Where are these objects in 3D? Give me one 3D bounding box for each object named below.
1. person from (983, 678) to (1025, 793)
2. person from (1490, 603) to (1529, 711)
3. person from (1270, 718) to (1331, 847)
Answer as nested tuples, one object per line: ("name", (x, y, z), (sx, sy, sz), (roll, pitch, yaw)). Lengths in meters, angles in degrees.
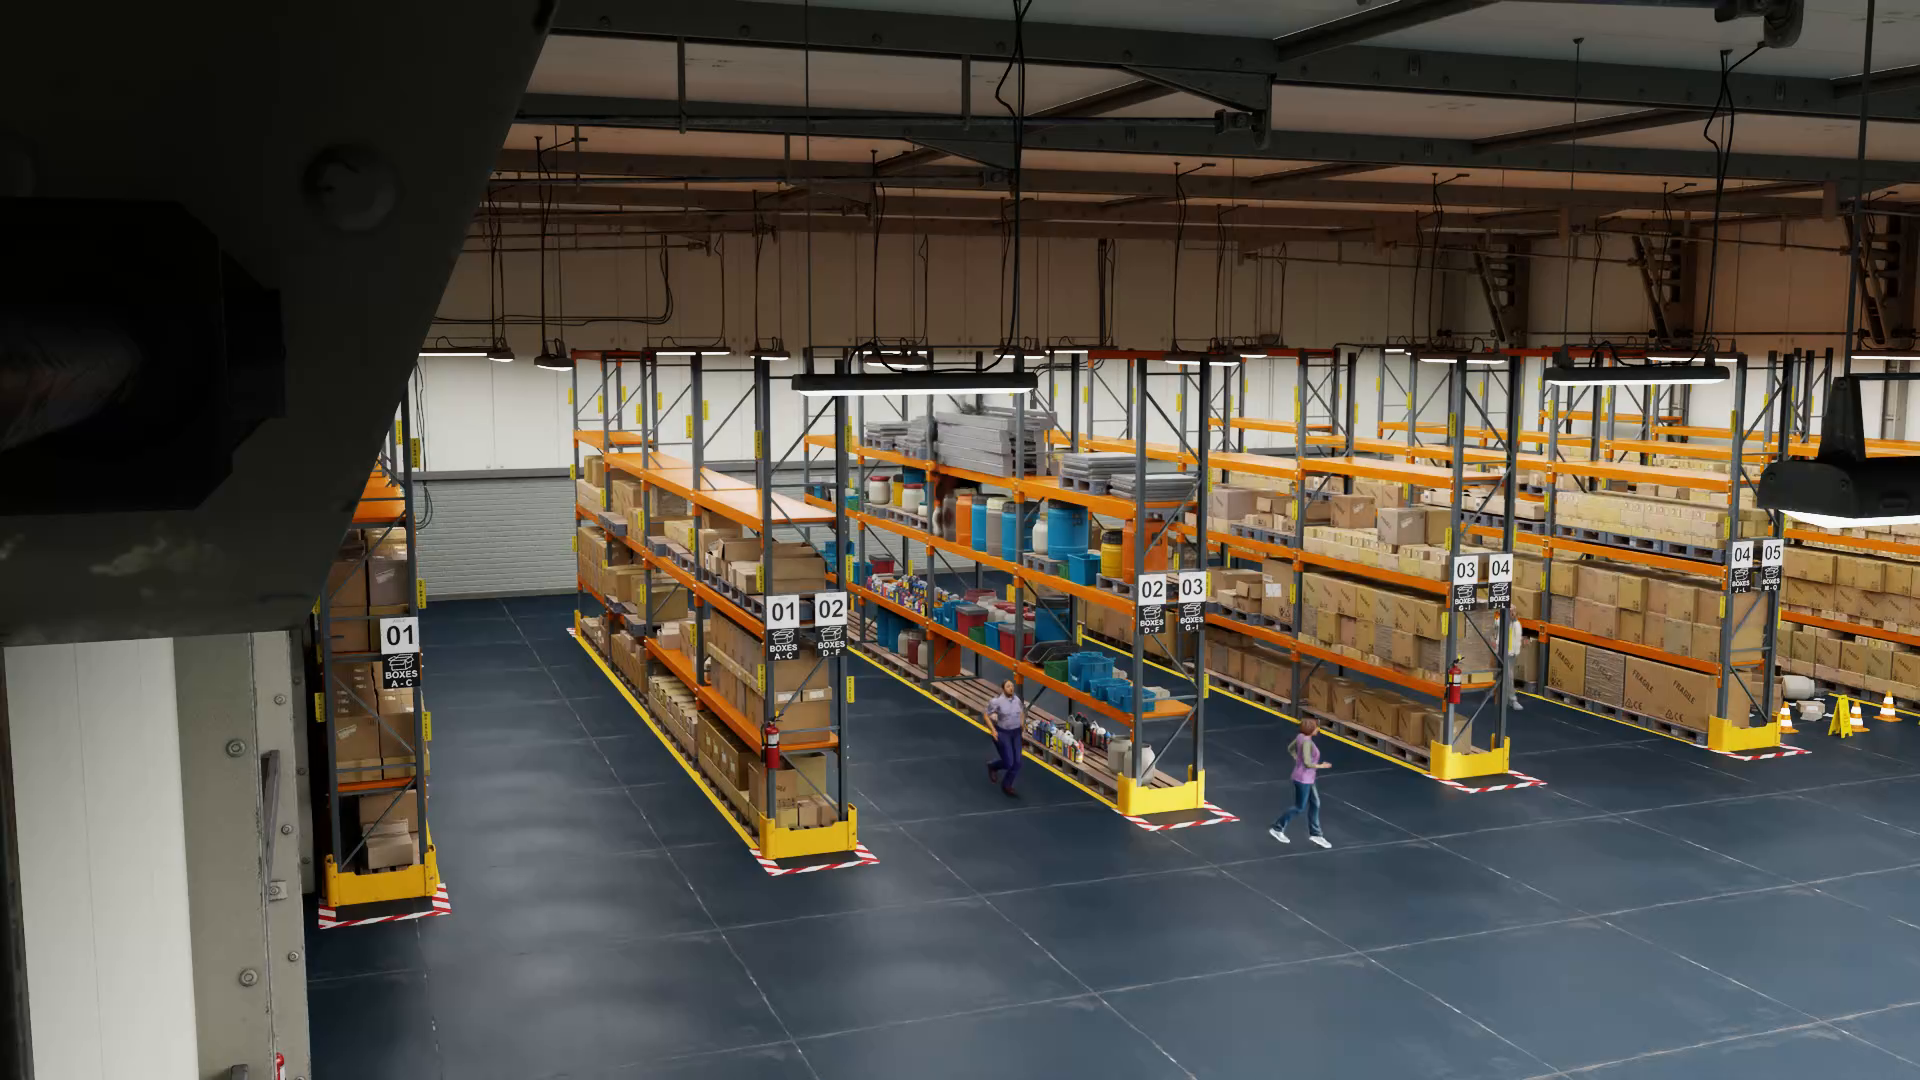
("person", (0.656, 2.698, 22.933), (0.607, 1.593, 0.551), (-4, 8, -31))
("person", (9.303, 1.933, 28.310), (0.662, 1.782, 0.954), (-3, 8, -25))
("person", (4.215, 2.993, 20.516), (0.758, 1.634, 0.557), (1, 7, 9))
